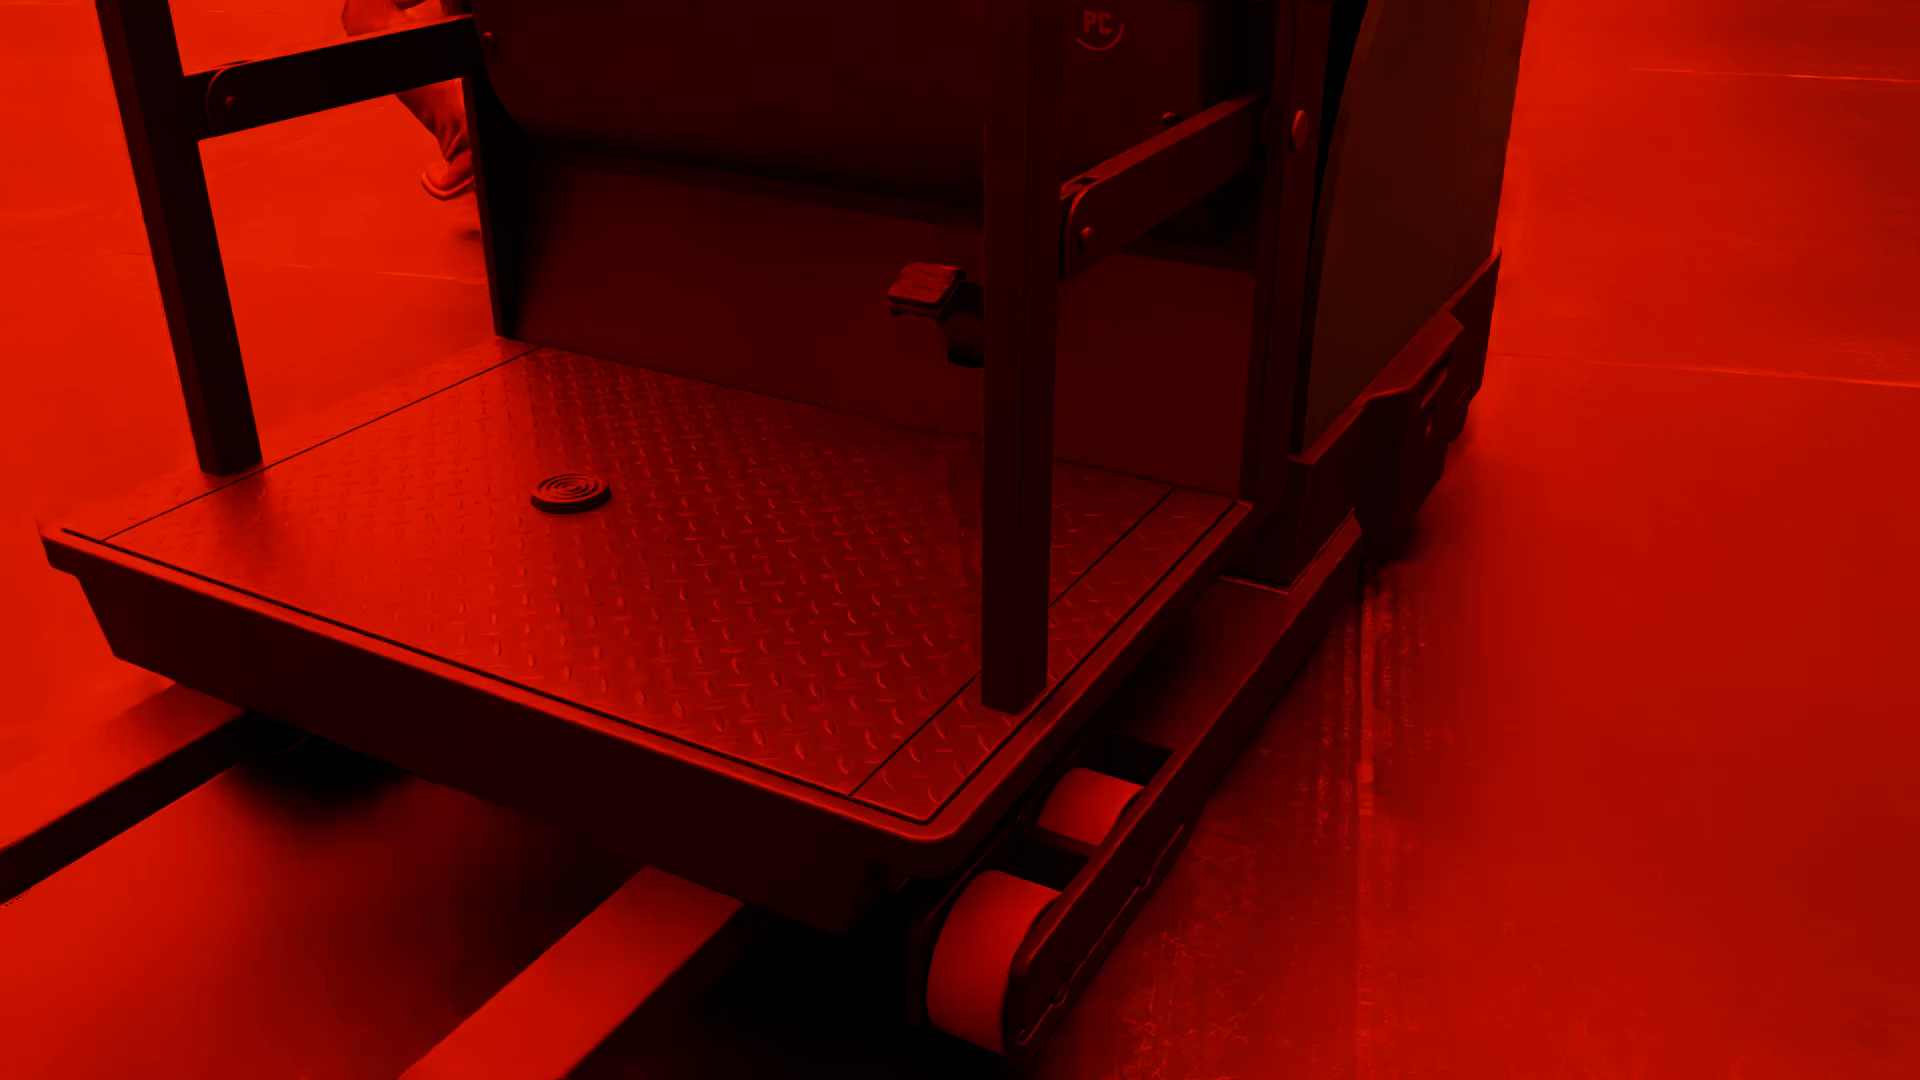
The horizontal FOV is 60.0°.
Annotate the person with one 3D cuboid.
[{"bbox_3d":[-1.212,-1.606,4.118,0.525,1.580,1.104,4,27,8],"label":"person"}]

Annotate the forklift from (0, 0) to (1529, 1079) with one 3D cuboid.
[{"bbox_3d":[-0.256,-1.065,1.357,1.130,2.935,3.031,14,30,26],"label":"forklift"}]
